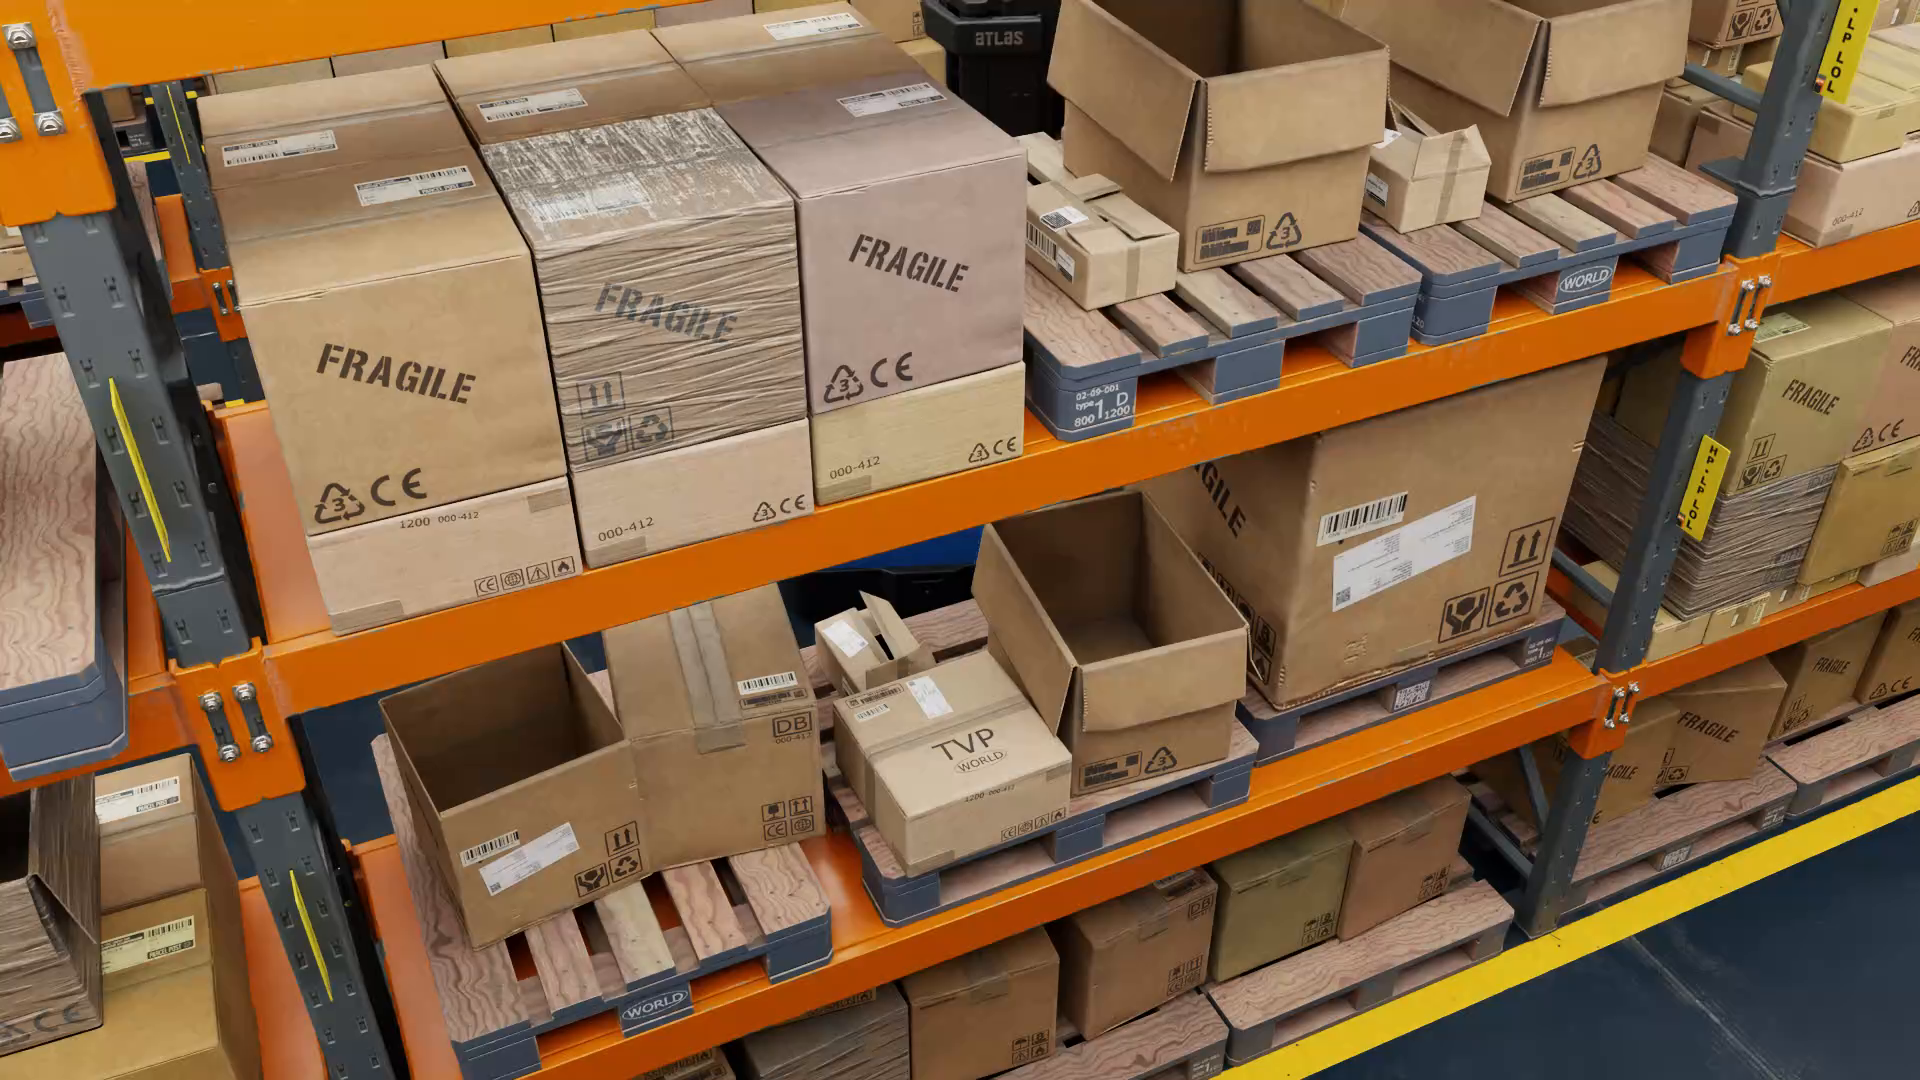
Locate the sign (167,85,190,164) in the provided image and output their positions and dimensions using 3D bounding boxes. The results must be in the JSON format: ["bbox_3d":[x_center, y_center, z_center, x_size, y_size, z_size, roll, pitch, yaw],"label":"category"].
[{"bbox_3d":[-3.419,-1.817,7.277,0.005,0.325,0.100,-16,39,-20],"label":"sign"}]

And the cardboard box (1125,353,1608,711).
[{"bbox_3d":[1.200,-0.271,5.241,1.000,1.000,1.000,-15,39,-20],"label":"cardboard box"}]

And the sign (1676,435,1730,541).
[{"bbox_3d":[2.217,-0.153,4.967,0.005,0.325,0.100,-16,39,-20],"label":"sign"}]

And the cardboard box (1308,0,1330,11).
[{"bbox_3d":[1.756,-3.260,10.001,0.500,0.550,0.875,-16,39,-20],"label":"cardboard box"}]

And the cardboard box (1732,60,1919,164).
[{"bbox_3d":[2.404,-1.207,4.633,0.250,0.149,0.380,-17,40,-21],"label":"cardboard box"}]

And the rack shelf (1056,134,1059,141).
[{"bbox_3d":[1.773,-2.904,10.251,4.000,0.370,1.077,-16,39,-20],"label":"rack shelf"}]

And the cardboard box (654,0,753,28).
[{"bbox_3d":[-1.407,-2.741,8.504,0.500,0.500,0.700,-15,39,-20],"label":"cardboard box"}]

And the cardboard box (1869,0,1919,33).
[{"bbox_3d":[2.860,-1.742,5.353,0.250,0.149,0.380,-17,40,-21],"label":"cardboard box"}]

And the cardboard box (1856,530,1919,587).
[{"bbox_3d":[3.213,-0.022,5.972,0.250,0.149,0.380,-16,39,-20],"label":"cardboard box"}]

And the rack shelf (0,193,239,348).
[{"bbox_3d":[-5.469,-0.879,7.521,4.000,0.370,1.077,-16,39,-20],"label":"rack shelf"}]

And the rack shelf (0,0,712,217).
[{"bbox_3d":[0.168,-1.440,3.578,4.000,0.370,1.077,-16,39,-20],"label":"rack shelf"}]

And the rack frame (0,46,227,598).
[{"bbox_3d":[-1.643,-1.384,2.562,0.127,3.000,1.000,-16,39,-20],"label":"rack frame"}]

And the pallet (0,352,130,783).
[{"bbox_3d":[-2.203,0.089,3.253,1.003,0.211,1.213,-14,39,-18],"label":"pallet"}]

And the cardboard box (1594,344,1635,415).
[{"bbox_3d":[2.269,-0.810,5.651,0.500,0.500,0.500,-16,39,-20],"label":"cardboard box"}]

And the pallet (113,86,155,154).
[{"bbox_3d":[-6.599,-3.039,12.171,1.213,0.211,1.003,-16,39,-20],"label":"pallet"}]

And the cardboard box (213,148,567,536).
[{"bbox_3d":[-1.108,-0.400,3.250,0.500,0.500,0.500,-15,39,-20],"label":"cardboard box"}]

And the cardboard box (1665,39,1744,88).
[{"bbox_3d":[2.150,-1.529,5.067,0.250,0.149,0.380,-14,39,-19],"label":"cardboard box"}]

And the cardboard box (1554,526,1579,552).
[{"bbox_3d":[2.048,-0.099,6.076,0.250,0.149,0.380,-16,39,-20],"label":"cardboard box"}]

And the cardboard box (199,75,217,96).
[{"bbox_3d":[-5.338,-3.569,12.397,0.625,0.372,0.950,-18,40,-23],"label":"cardboard box"}]

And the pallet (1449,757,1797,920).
[{"bbox_3d":[2.571,0.944,6.799,1.213,0.211,1.003,-16,39,-20],"label":"pallet"}]

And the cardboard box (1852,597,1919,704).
[{"bbox_3d":[3.926,0.303,7.069,0.500,0.500,0.500,-12,38,-16],"label":"cardboard box"}]

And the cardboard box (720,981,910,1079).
[{"bbox_3d":[-0.548,1.526,5.404,0.500,0.500,0.700,-19,41,-24],"label":"cardboard box"}]

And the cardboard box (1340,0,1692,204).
[{"bbox_3d":[1.511,-1.336,4.576,0.637,0.503,0.797,-18,40,-22],"label":"cardboard box"}]

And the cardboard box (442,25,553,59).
[{"bbox_3d":[-2.327,-2.484,8.158,0.500,0.500,0.700,-16,40,-21],"label":"cardboard box"}]

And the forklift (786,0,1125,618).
[{"bbox_3d":[0.676,-1.156,7.348,3.031,2.935,1.130,-3,37,-4],"label":"forklift"}]

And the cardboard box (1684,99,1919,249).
[{"bbox_3d":[2.495,-1.107,4.832,0.500,0.250,0.500,-17,40,-22],"label":"cardboard box"}]

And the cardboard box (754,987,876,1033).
[{"bbox_3d":[-0.573,1.227,5.178,0.500,0.250,0.500,-11,38,-15],"label":"cardboard box"}]

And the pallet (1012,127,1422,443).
[{"bbox_3d":[0.437,-0.753,4.387,1.003,0.211,1.213,-16,39,-20],"label":"pallet"}]

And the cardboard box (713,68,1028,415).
[{"bbox_3d":[-0.195,-0.657,3.597,0.500,0.500,0.500,-17,40,-21],"label":"cardboard box"}]

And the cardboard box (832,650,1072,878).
[{"bbox_3d":[-0.028,0.617,4.673,0.500,0.250,0.500,-17,40,-21],"label":"cardboard box"}]

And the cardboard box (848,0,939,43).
[{"bbox_3d":[-0.485,-3.000,8.853,0.500,0.500,0.700,-16,40,-21],"label":"cardboard box"}]

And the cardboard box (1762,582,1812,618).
[{"bbox_3d":[2.747,0.088,5.825,0.250,0.149,0.380,-16,39,-20],"label":"cardboard box"}]

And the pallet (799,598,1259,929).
[{"bbox_3d":[0.132,0.580,5.111,1.213,0.211,1.003,-16,39,-20],"label":"pallet"}]

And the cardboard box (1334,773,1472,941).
[{"bbox_3d":[1.413,0.985,6.134,0.500,0.500,0.700,-19,40,-23],"label":"cardboard box"}]

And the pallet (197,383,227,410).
[{"bbox_3d":[-4.367,-0.357,8.555,1.213,0.211,1.003,-16,39,-20],"label":"pallet"}]

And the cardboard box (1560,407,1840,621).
[{"bbox_3d":[2.412,-0.227,5.704,0.500,0.500,0.875,-16,39,-20],"label":"cardboard box"}]

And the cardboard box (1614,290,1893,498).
[{"bbox_3d":[2.494,-0.525,5.266,0.500,0.500,0.500,-16,39,-20],"label":"cardboard box"}]

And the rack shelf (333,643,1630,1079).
[{"bbox_3d":[0.168,0.809,5.246,4.000,0.370,1.077,-16,39,-20],"label":"rack shelf"}]

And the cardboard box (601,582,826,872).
[{"bbox_3d":[-0.708,0.464,4.671,0.500,0.500,0.700,-10,38,-13],"label":"cardboard box"}]

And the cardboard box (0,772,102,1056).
[{"bbox_3d":[-2.311,0.759,3.782,0.637,0.503,0.797,-14,39,-18],"label":"cardboard box"}]

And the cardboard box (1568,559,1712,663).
[{"bbox_3d":[2.301,0.222,5.643,0.250,0.149,0.380,-16,39,-20],"label":"cardboard box"}]

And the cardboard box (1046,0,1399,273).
[{"bbox_3d":[0.658,-1.097,4.254,0.637,0.503,0.797,-14,39,-18],"label":"cardboard box"}]

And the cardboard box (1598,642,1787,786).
[{"bbox_3d":[2.873,0.620,6.642,0.500,0.500,0.500,-4,37,-5],"label":"cardboard box"}]

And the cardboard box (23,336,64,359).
[{"bbox_3d":[-4.166,-0.826,7.962,0.500,0.250,0.500,-17,40,-21],"label":"cardboard box"}]

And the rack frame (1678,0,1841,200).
[{"bbox_3d":[1.978,-2.396,3.927,0.127,3.000,1.000,-16,39,-20],"label":"rack frame"}]

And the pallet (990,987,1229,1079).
[{"bbox_3d":[0.168,1.642,5.858,1.213,0.211,1.003,-16,39,-20],"label":"pallet"}]

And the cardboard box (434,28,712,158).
[{"bbox_3d":[-0.857,-0.811,3.804,0.500,0.500,0.500,-16,39,-20],"label":"cardboard box"}]

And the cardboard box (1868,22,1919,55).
[{"bbox_3d":[2.871,-1.369,4.851,0.250,0.149,0.380,-15,39,-20],"label":"cardboard box"}]

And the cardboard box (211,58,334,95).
[{"bbox_3d":[-3.248,-2.224,7.808,0.500,0.500,0.700,-16,39,-20],"label":"cardboard box"}]

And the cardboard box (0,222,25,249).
[{"bbox_3d":[-4.153,-1.423,7.259,0.250,0.149,0.380,-14,39,-18],"label":"cardboard box"}]

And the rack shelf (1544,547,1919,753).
[{"bbox_3d":[3.789,-0.204,6.611,4.000,0.370,1.077,-16,39,-20],"label":"rack shelf"}]

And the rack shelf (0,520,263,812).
[{"bbox_3d":[-3.453,0.616,2.987,4.000,0.370,1.077,-16,39,-20],"label":"rack shelf"}]

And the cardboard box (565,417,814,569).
[{"bbox_3d":[-0.644,-0.230,3.650,0.500,0.250,0.500,-15,39,-19],"label":"cardboard box"}]

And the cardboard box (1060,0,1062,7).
[{"bbox_3d":[0.311,-3.256,9.089,0.550,0.550,0.875,-16,39,-20],"label":"cardboard box"}]

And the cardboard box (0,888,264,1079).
[{"bbox_3d":[-1.984,1.244,3.970,0.500,0.500,0.500,-14,39,-19],"label":"cardboard box"}]

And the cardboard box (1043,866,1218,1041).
[{"bbox_3d":[0.467,1.237,5.793,0.500,0.500,0.700,-19,41,-24],"label":"cardboard box"}]
